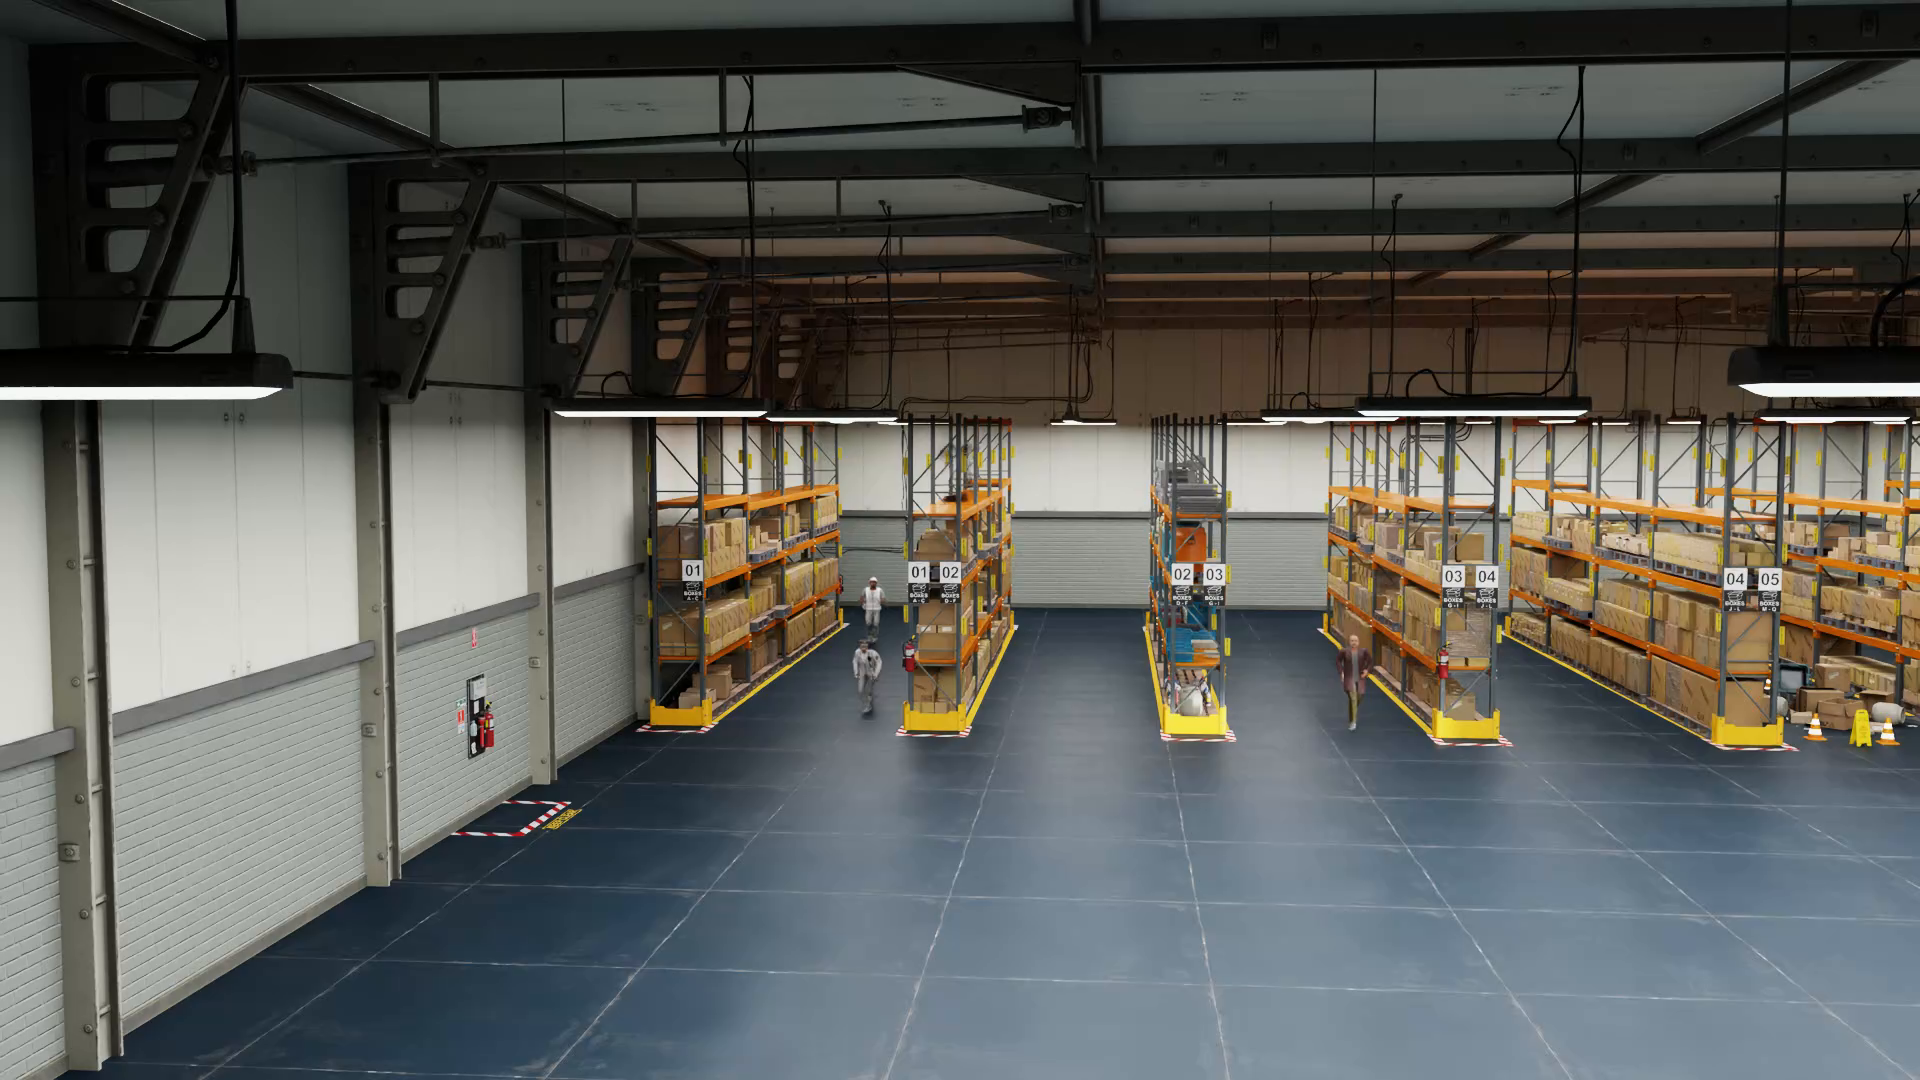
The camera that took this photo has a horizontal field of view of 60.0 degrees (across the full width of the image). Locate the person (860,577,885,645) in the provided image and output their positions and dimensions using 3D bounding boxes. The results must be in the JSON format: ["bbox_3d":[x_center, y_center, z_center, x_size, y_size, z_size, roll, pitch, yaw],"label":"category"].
[{"bbox_3d":[-2.311,1.880,44.040,0.659,1.807,0.673,0,4,-3],"label":"person"}]

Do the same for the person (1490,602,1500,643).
[{"bbox_3d":[13.527,1.997,42.641,0.659,1.730,0.575,1,4,10],"label":"person"}]

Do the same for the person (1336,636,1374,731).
[{"bbox_3d":[7.558,2.817,31.860,0.714,1.600,0.807,0,4,6],"label":"person"}]

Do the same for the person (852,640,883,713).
[{"bbox_3d":[-1.850,2.731,33.574,0.632,1.502,0.863,1,4,9],"label":"person"}]
